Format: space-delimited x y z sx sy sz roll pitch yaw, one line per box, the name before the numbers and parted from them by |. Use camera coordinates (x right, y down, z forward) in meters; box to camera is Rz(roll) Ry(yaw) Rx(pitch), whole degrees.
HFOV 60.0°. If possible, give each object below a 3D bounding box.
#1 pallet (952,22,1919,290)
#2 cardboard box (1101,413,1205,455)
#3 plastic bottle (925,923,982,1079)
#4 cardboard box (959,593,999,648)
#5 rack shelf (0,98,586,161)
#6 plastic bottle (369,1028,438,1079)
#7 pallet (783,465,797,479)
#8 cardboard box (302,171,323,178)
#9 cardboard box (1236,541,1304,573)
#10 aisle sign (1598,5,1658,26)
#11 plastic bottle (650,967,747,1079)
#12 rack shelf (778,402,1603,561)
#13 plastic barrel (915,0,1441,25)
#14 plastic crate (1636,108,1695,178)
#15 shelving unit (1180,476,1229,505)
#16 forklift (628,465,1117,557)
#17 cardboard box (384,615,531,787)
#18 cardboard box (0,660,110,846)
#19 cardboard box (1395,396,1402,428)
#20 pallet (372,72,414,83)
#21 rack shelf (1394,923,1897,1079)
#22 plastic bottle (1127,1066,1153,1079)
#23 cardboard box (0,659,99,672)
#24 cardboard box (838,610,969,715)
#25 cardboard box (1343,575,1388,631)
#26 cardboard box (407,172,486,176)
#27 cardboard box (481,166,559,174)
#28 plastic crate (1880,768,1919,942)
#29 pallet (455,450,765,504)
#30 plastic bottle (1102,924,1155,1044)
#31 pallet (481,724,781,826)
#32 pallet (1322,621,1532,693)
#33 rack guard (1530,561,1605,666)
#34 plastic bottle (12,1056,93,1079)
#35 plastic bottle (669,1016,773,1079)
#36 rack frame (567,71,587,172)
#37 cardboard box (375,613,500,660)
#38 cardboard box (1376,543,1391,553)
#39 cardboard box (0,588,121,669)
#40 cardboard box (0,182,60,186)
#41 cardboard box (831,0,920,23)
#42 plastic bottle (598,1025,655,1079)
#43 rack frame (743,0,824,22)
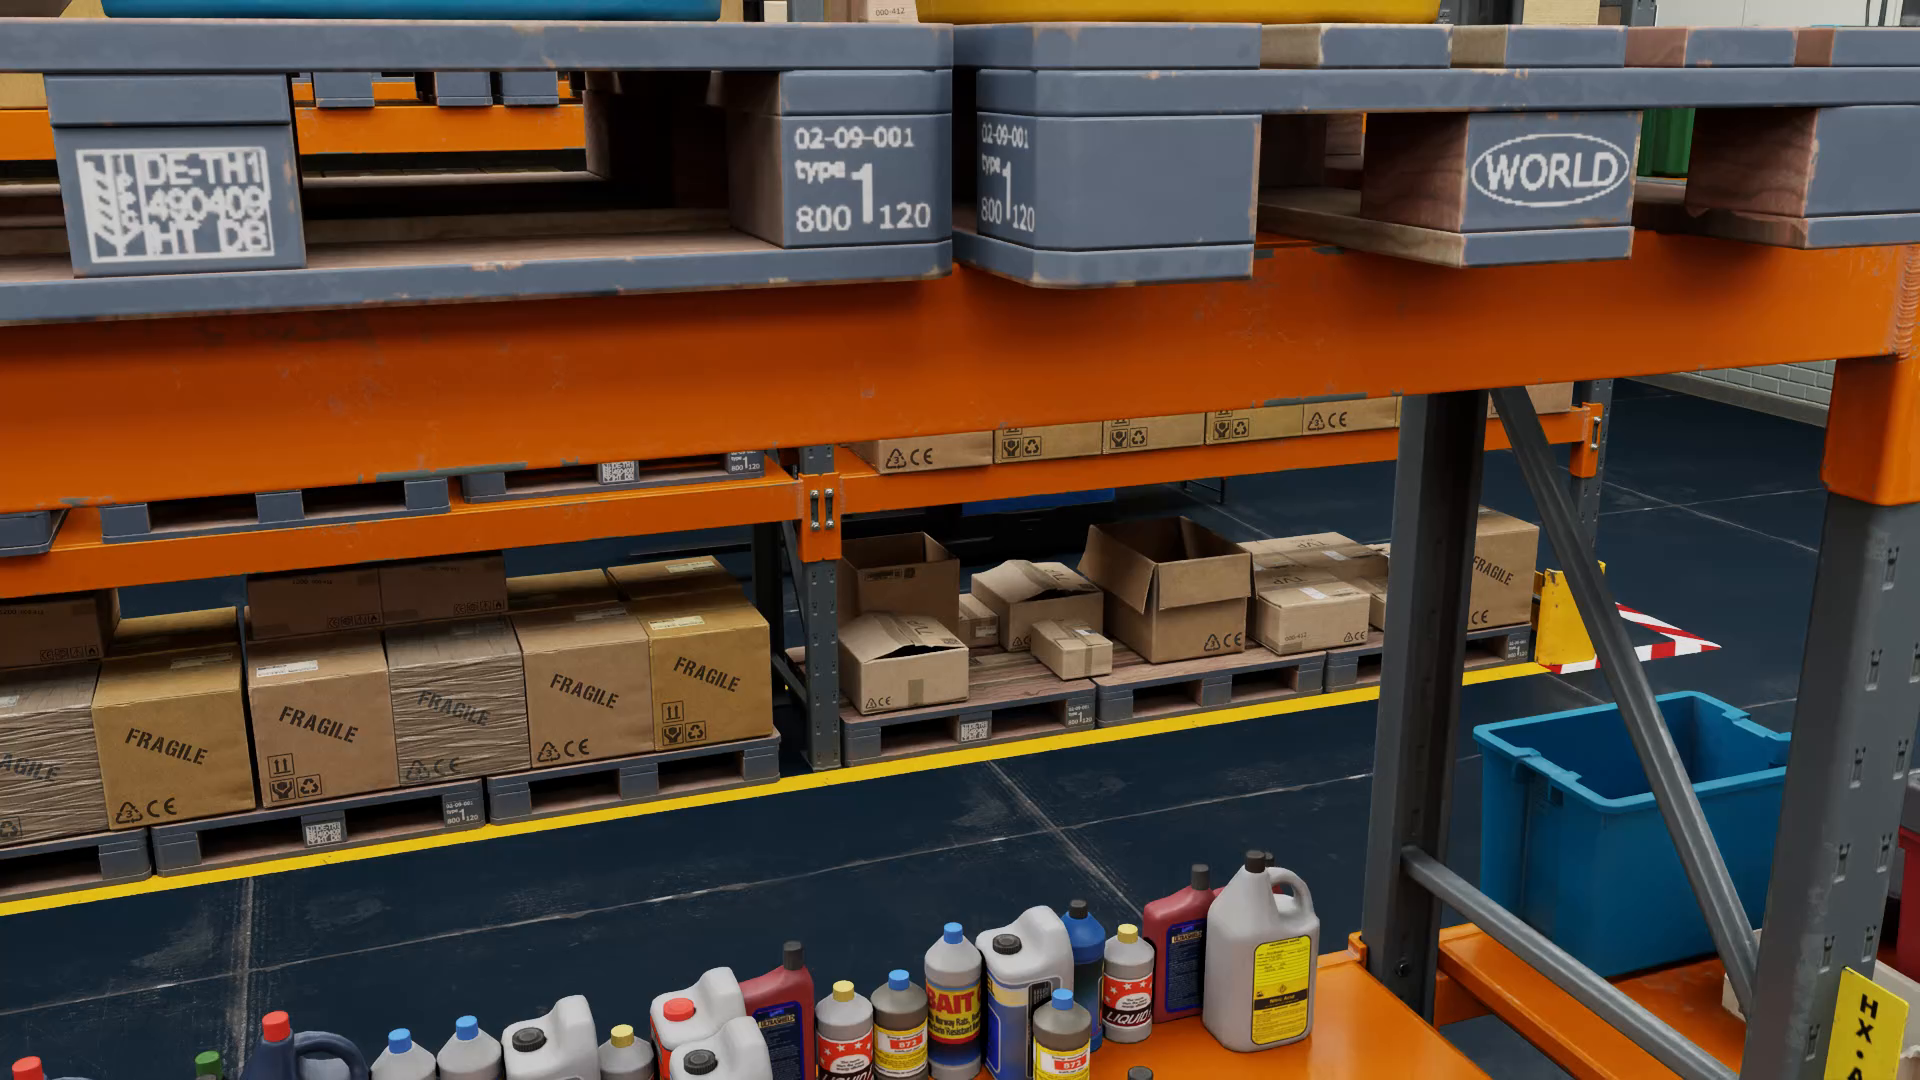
pallet | 0.320 -0.511 2.027 1.003 0.211 1.213 -6 17 -20
cardboard box | 0.766 -0.701 7.484 0.500 0.500 0.500 -6 17 -20
plastic bottle | -0.011 0.782 2.839 0.097 0.271 0.097 0 16 0
cardboard box | 0.007 0.400 8.191 0.250 0.149 0.380 -6 17 -20
rack shelf | -2.620 -1.463 6.211 4.000 0.370 1.077 -6 17 -20
plastic bottle | -0.842 0.872 2.534 0.097 0.271 0.097 0 16 0
pallet | -1.790 -0.592 12.240 1.213 0.211 1.003 -6 17 -20
cardboard box | -4.492 -2.298 11.029 0.500 0.250 0.500 -7 18 -21
cardboard box | 1.440 0.215 8.642 0.500 0.250 0.500 -6 17 -20
aisle sign | 3.157 -2.148 7.975 0.004 0.787 0.394 -6 17 -20
plastic bottle | -0.416 0.832 2.662 0.135 0.276 0.152 -6 17 -20
rack shelf | 1.116 -0.427 8.007 4.000 0.370 1.077 -6 17 -20
plastic barrel | 0.237 -0.853 1.776 0.600 0.588 0.600 0 16 0
plastic crate | 1.304 -0.727 2.803 0.662 0.188 0.450 -6 17 -20
shelving unit | 1.260 -0.773 11.235 1.048 1.125 0.538 -9 19 -28
forklift | -0.589 -1.343 9.971 3.031 2.935 1.130 -6 17 -20
cardboard box | -2.043 0.641 6.749 0.500 0.500 0.500 -6 17 -19
cardboard box | -3.473 0.796 6.221 0.500 0.500 0.500 -7 18 -22
cardboard box | 2.179 -0.852 7.999 0.500 0.500 0.500 -6 17 -20
pallet | -3.366 -3.116 10.901 1.217 0.209 0.805 -7 18 -22
rack shelf | 2.885 0.876 3.568 4.000 0.370 1.077 -6 17 -20
plastic bottle | 0.224 0.897 2.307 0.185 0.351 0.144 -6 17 -20
cardboard box | -3.698 0.665 6.667 0.500 0.500 0.500 -5 17 -18
cardboard box | -0.283 0.523 7.486 0.500 0.311 0.500 -6 17 -20
cardboard box | 2.153 0.311 8.464 0.250 0.166 0.380 -6 17 -20
cardboard box | -3.353 -2.271 10.935 0.500 0.250 0.500 -6 17 -19
cardboard box | -3.051 -2.456 11.567 0.500 0.250 0.500 -6 17 -18
plastic crate | 1.966 0.652 3.435 0.590 0.125 0.437 -6 17 -20
pallet | -1.537 -0.427 7.069 1.213 0.211 1.003 -6 17 -20
plastic bottle | 0.296 0.783 2.962 0.097 0.201 0.097 0 16 0
pallet | -1.498 0.859 7.299 1.213 0.211 1.003 -6 17 -20
pallet | 2.168 0.452 8.685 1.213 0.211 1.003 -6 17 -20
rack guard | 2.912 0.233 8.918 0.348 0.500 1.175 -6 17 -20
plastic bottle | -1.262 0.886 2.344 0.185 0.351 0.144 -6 17 -20
plastic bottle | -0.362 0.872 2.525 0.135 0.276 0.152 -6 17 -20
rack frame | -2.528 -1.874 11.656 0.127 3.000 1.000 -6 17 -20
cardboard box | -2.254 0.507 7.203 0.500 0.500 0.500 -6 17 -19
cardboard box | 2.469 0.134 9.096 0.250 0.149 0.380 -6 17 -20
cardboard box | -3.647 0.298 6.585 0.500 0.250 0.500 -5 17 -18
cardboard box | -5.720 -2.012 10.053 0.500 0.250 0.500 -6 17 -19
cardboard box | -0.209 -2.162 6.691 0.500 0.250 0.500 -6 17 -20
plastic bottle | -0.534 0.872 2.657 0.097 0.201 0.097 0 16 0
rack frame | -0.752 -3.449 6.374 0.127 3.000 1.000 -6 17 -20
